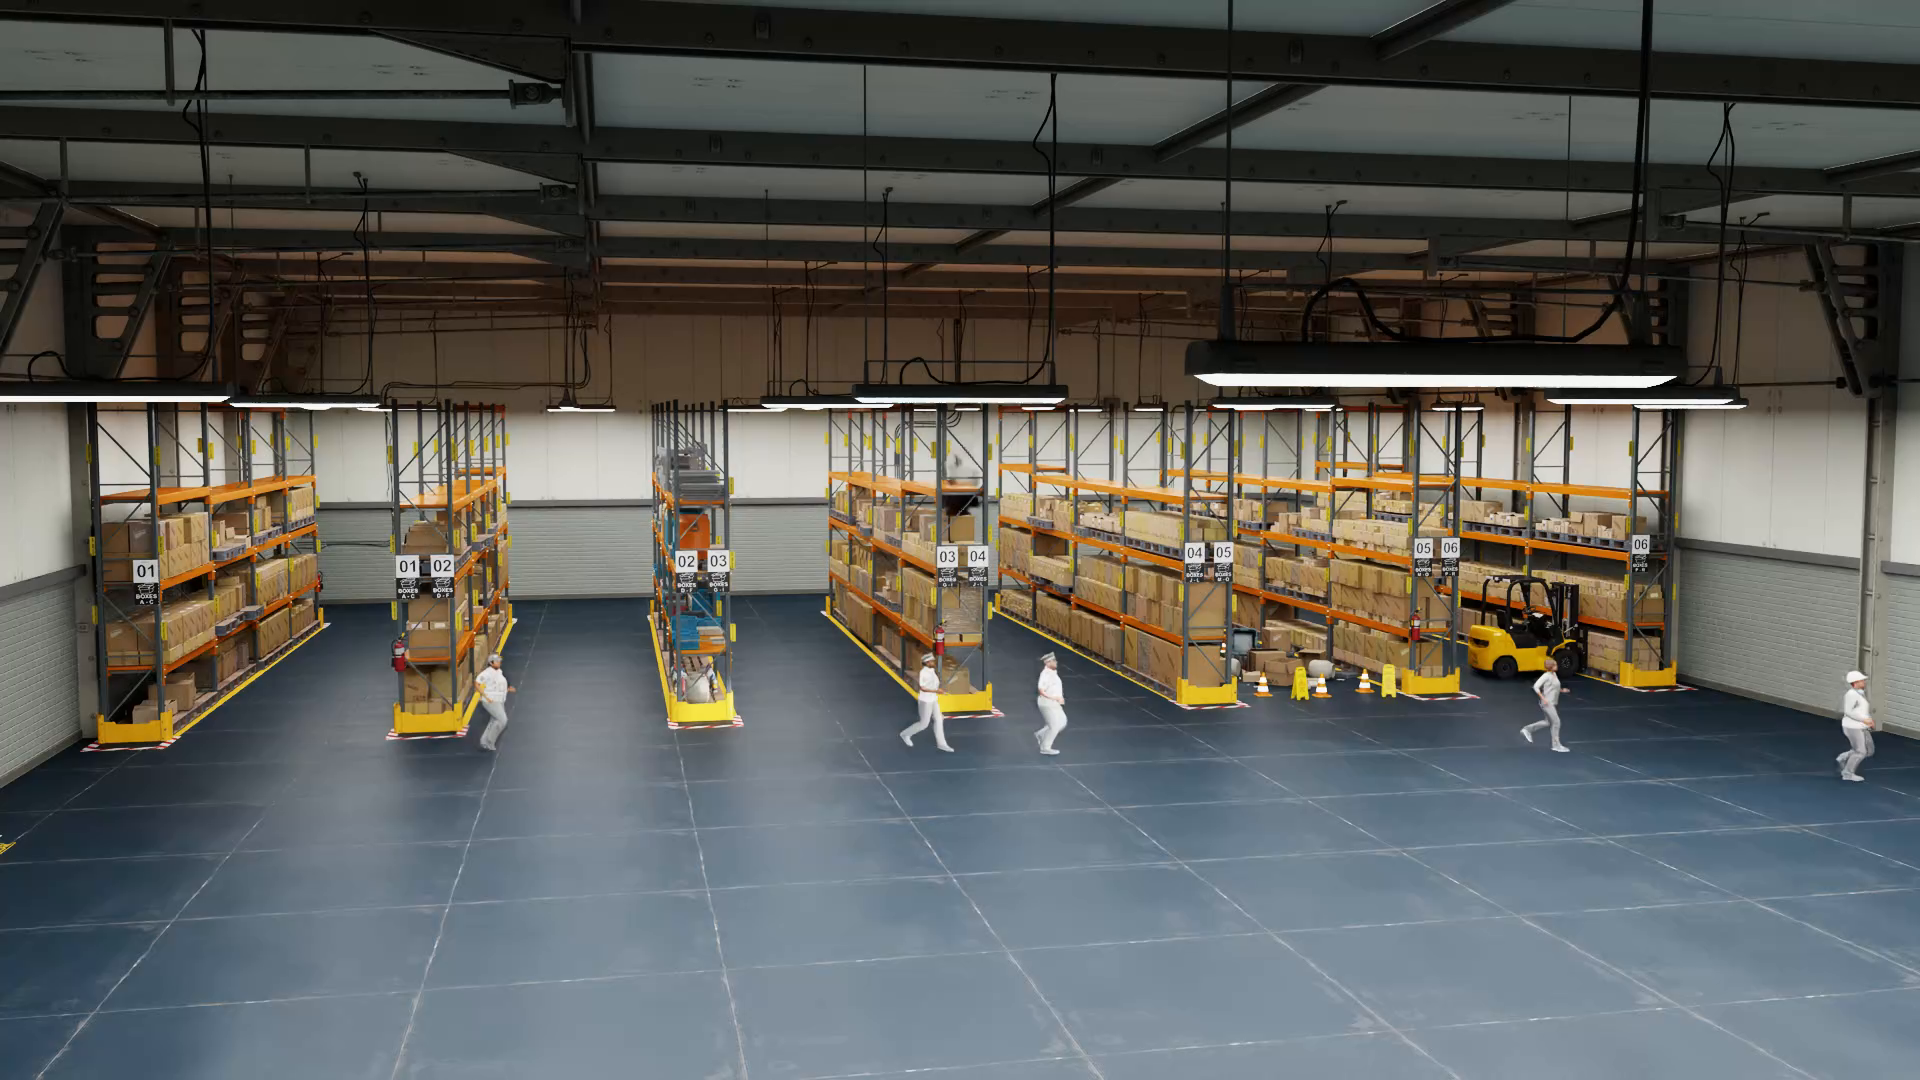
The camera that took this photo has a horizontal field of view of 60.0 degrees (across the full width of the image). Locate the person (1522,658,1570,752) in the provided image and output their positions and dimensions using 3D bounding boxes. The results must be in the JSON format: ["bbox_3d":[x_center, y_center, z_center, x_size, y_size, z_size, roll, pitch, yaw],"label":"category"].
[{"bbox_3d":[9.965,2.791,28.272,0.804,1.575,0.538,3,5,35],"label":"person"}]

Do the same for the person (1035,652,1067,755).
[{"bbox_3d":[1.535,2.746,27.978,0.574,1.730,0.640,1,5,17],"label":"person"}]

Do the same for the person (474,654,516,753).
[{"bbox_3d":[-7.895,2.775,28.284,0.652,1.666,0.578,1,4,12],"label":"person"}]

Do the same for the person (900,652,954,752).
[{"bbox_3d":[-0.563,2.742,28.205,0.934,1.698,0.587,1,4,17],"label":"person"}]

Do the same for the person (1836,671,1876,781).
[{"bbox_3d":[13.990,2.902,25.934,0.576,1.725,0.638,3,5,38],"label":"person"}]
